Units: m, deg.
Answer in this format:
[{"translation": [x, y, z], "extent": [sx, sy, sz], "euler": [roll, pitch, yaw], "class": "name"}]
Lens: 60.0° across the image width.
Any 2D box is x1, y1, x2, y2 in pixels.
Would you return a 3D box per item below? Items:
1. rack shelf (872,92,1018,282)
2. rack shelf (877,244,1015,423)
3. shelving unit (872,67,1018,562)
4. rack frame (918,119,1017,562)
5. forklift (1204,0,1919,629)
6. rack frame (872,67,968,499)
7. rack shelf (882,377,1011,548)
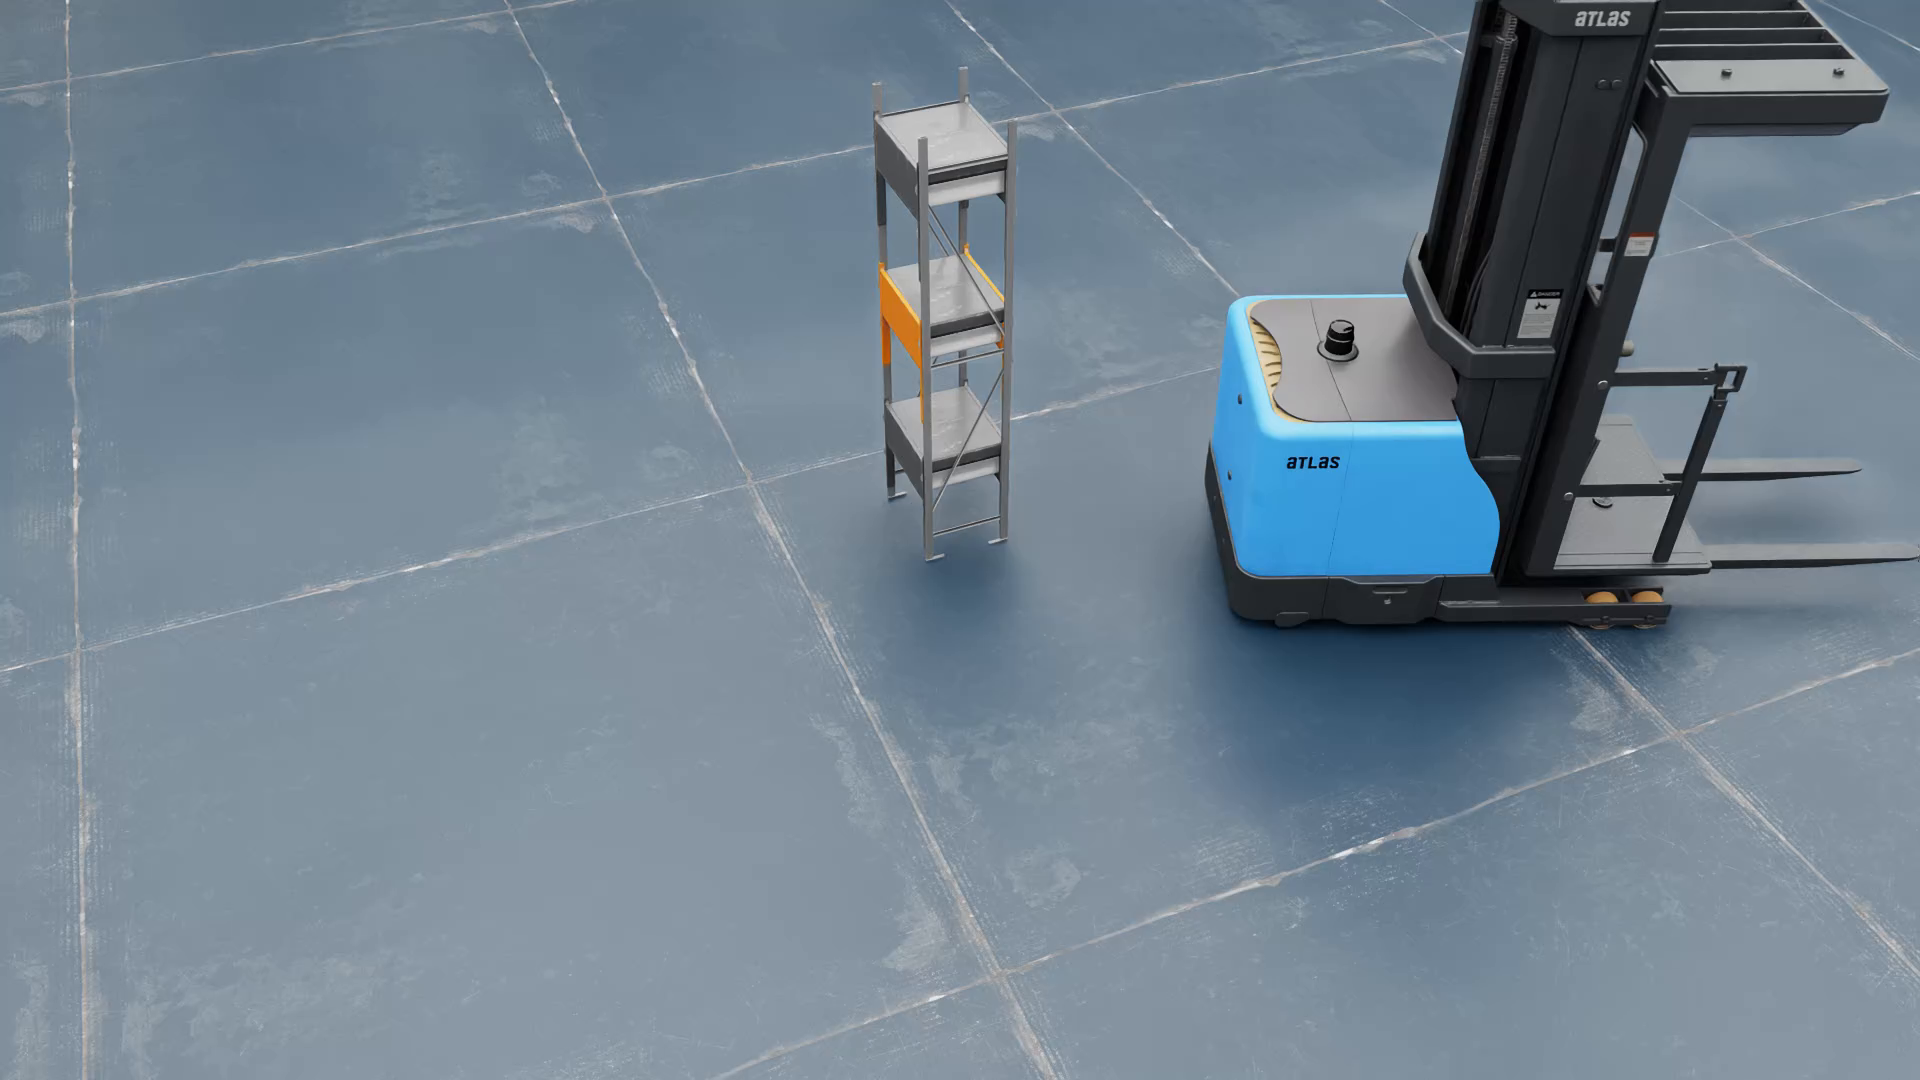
[{"translation": [-0.063, -1.416, 6.652], "extent": [0.431, 0.518, 0.480], "euler": [-15, 43, -17], "class": "rack shelf"}, {"translation": [-0.063, -0.885, 7.109], "extent": [0.431, 0.518, 0.480], "euler": [-15, 43, -17], "class": "rack shelf"}, {"translation": [-0.063, -0.896, 7.100], "extent": [0.431, 2.100, 0.503], "euler": [-15, 43, -17], "class": "shelving unit"}, {"translation": [0.030, -0.749, 6.929], "extent": [0.400, 2.100, 0.015], "euler": [-15, 43, -17], "class": "rack frame"}, {"translation": [2.680, -1.072, 6.667], "extent": [3.031, 2.935, 1.130], "euler": [-1, 41, -1], "class": "forklift"}, {"translation": [-0.157, -1.043, 7.271], "extent": [0.400, 2.100, 0.015], "euler": [-15, 43, -17], "class": "rack frame"}, {"translation": [-0.063, -0.355, 7.565], "extent": [0.431, 0.518, 0.480], "euler": [-15, 43, -17], "class": "rack shelf"}]
